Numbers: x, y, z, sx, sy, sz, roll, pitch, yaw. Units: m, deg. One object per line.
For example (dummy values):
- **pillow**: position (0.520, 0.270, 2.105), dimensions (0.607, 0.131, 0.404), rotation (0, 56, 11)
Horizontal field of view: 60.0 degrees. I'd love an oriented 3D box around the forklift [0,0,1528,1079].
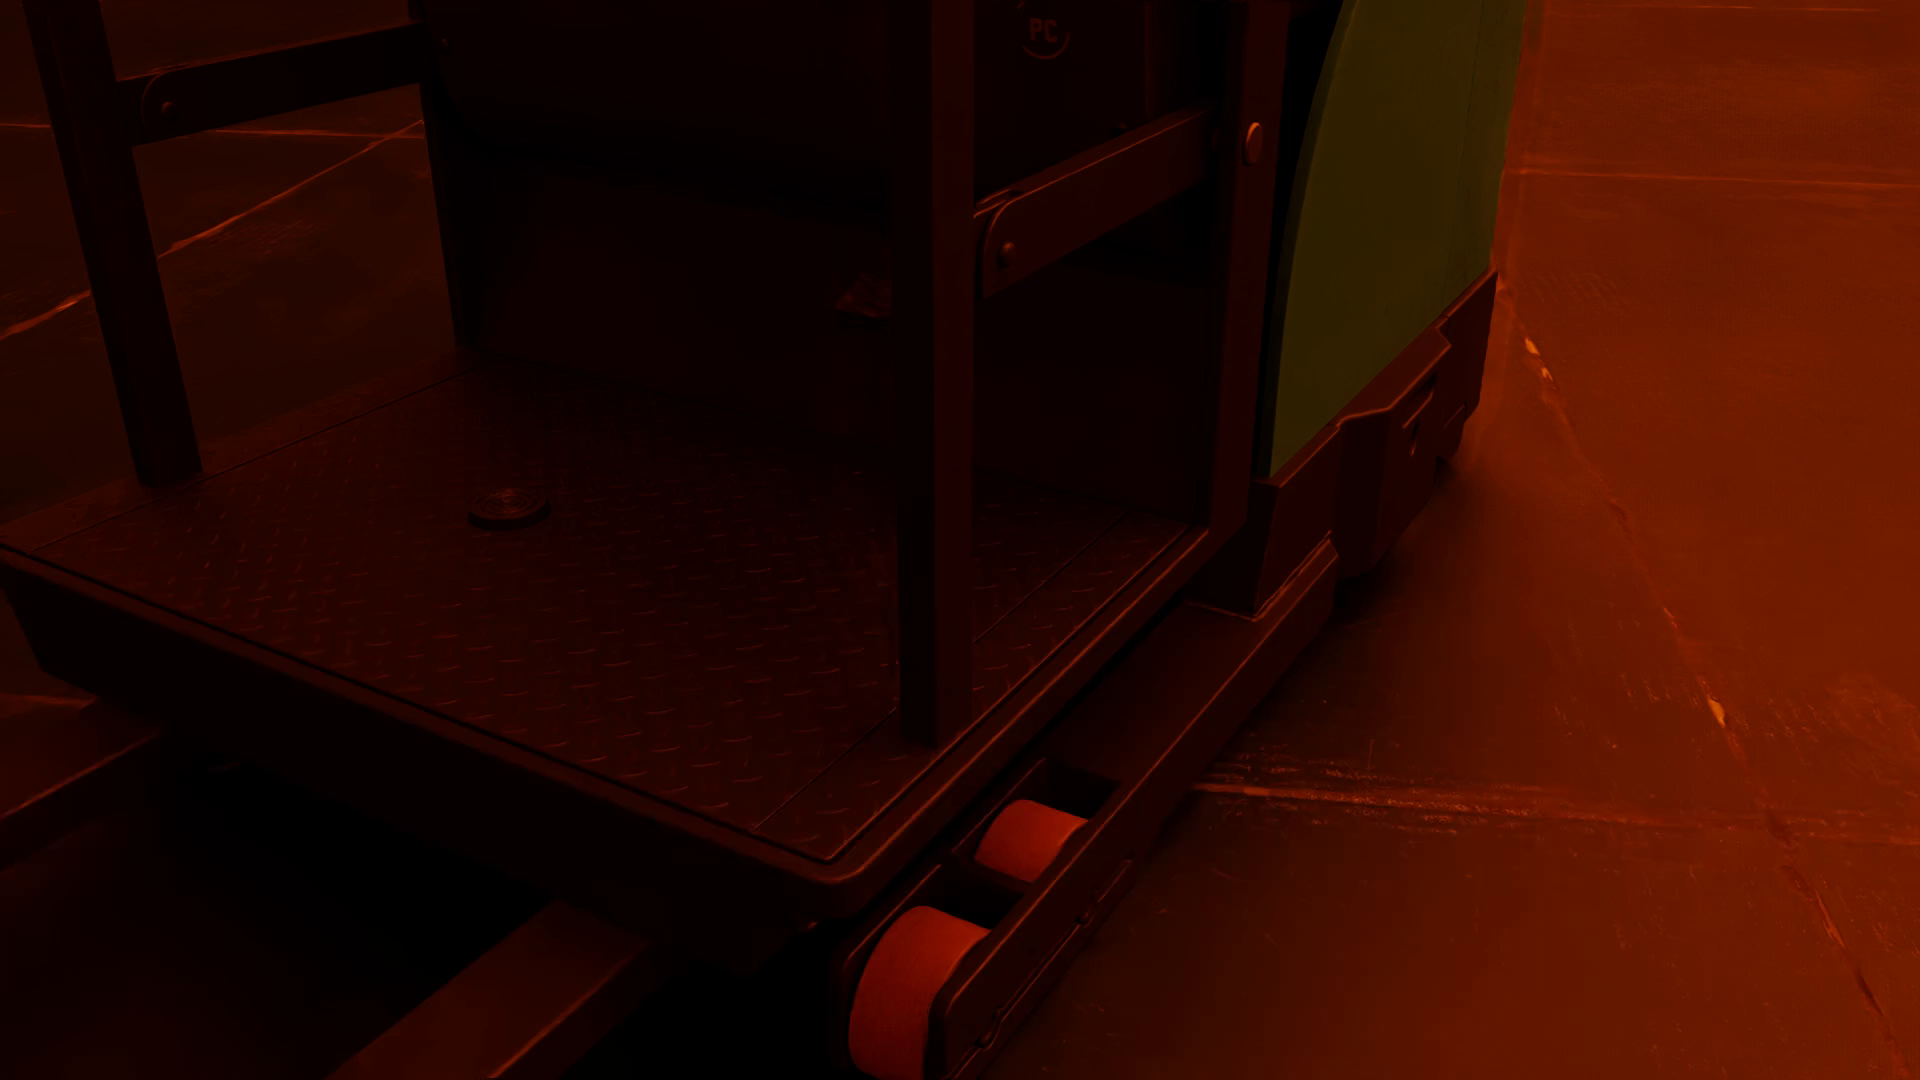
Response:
- **forklift**: position (-0.309, -1.047, 1.315), dimensions (1.130, 2.935, 3.031), rotation (15, 30, 27)
